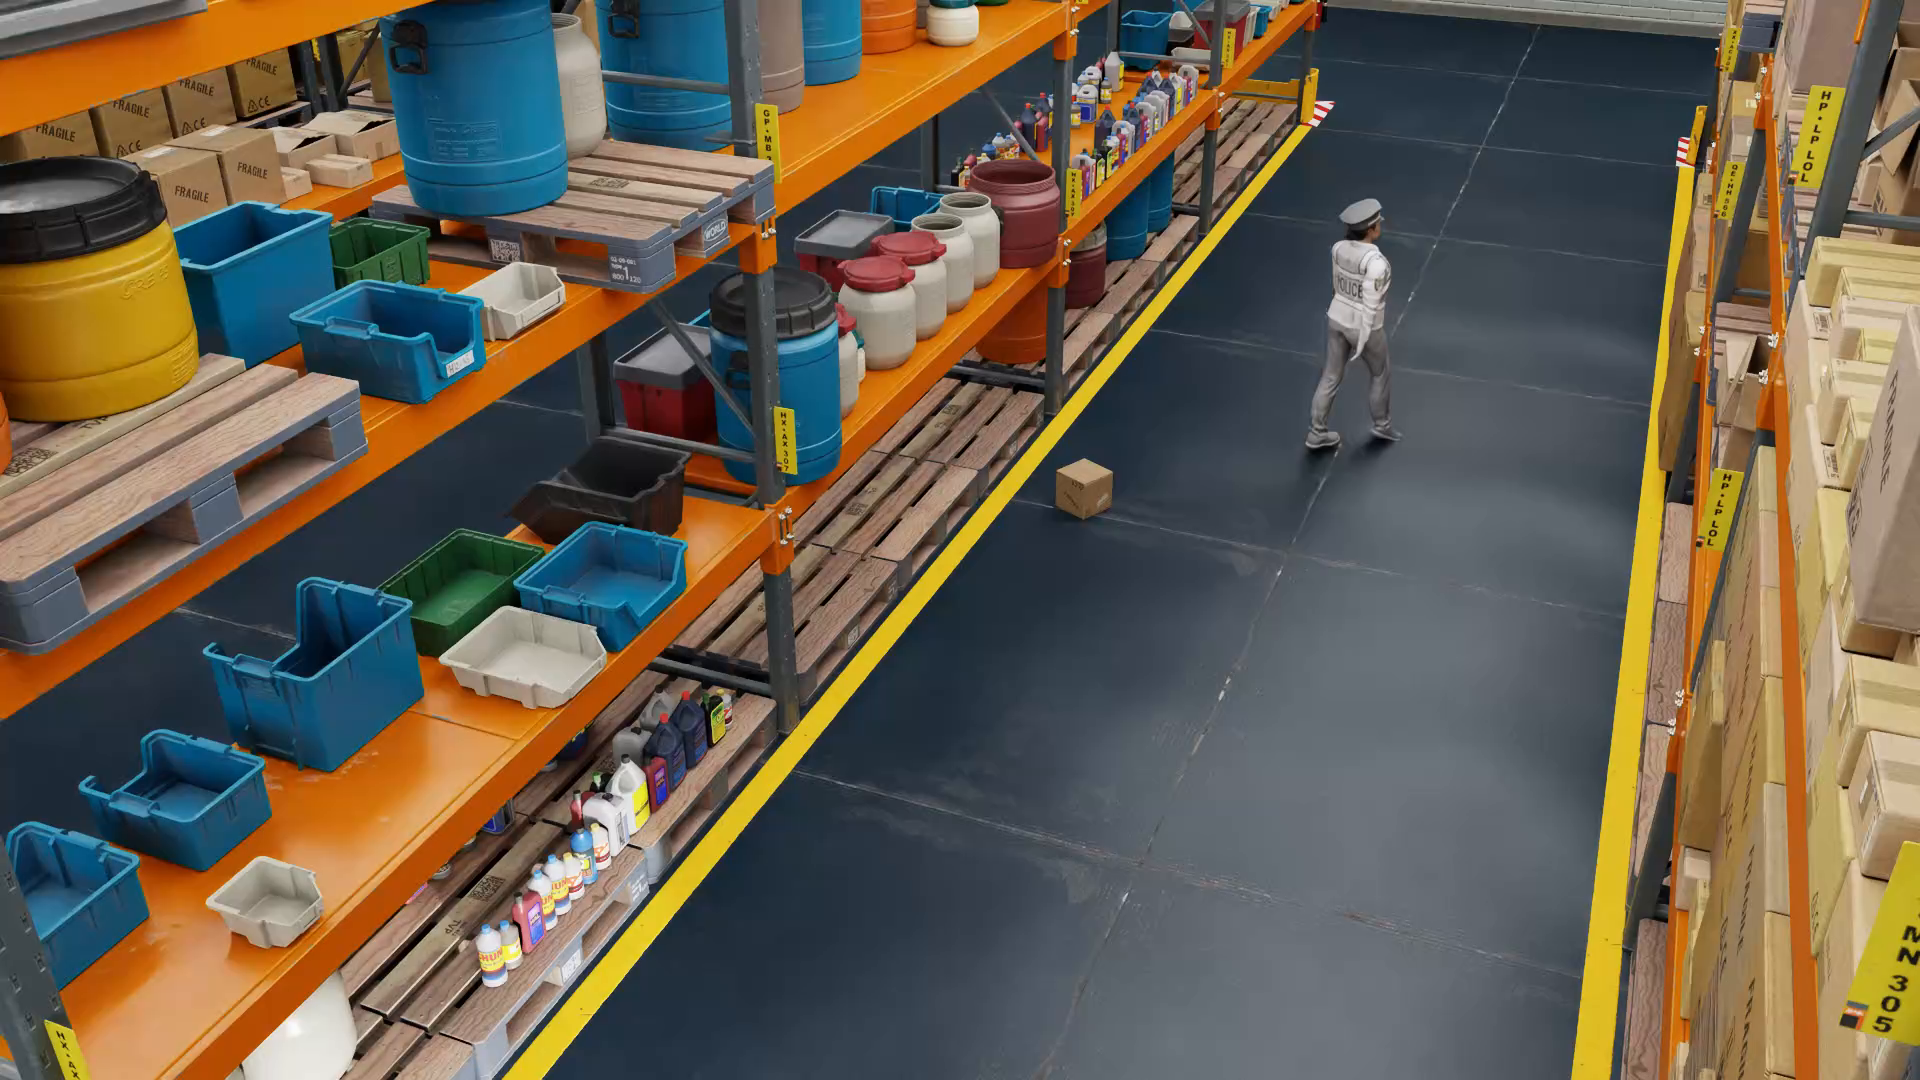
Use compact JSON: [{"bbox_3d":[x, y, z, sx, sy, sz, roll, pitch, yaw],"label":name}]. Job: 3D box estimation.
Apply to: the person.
[{"bbox_3d":[2.613,-1.394,10.808,0.742,1.721,0.486,-19,35,-29],"label":"person"}]
